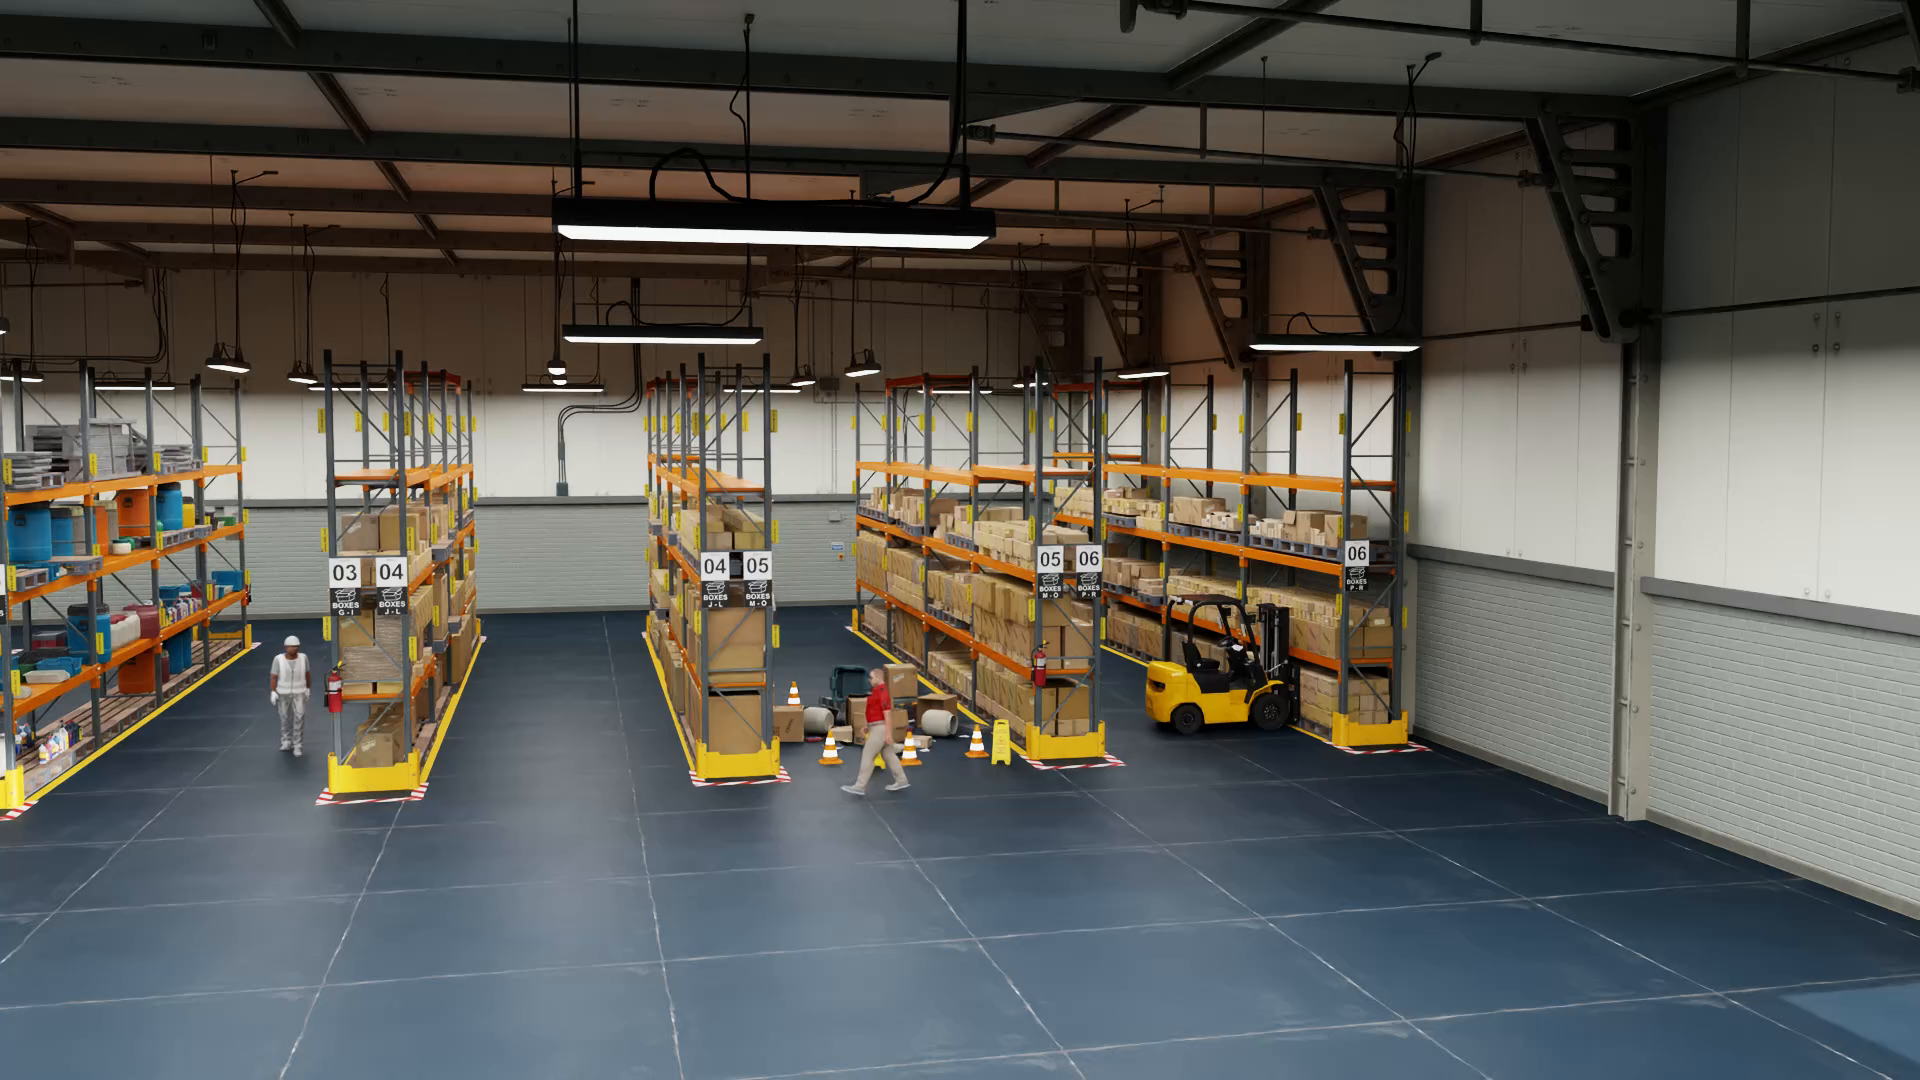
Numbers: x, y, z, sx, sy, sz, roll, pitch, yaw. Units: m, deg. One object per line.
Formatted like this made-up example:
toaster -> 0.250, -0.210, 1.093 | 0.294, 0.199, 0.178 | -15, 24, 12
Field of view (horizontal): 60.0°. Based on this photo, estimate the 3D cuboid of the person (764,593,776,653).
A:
person -> -4.246, 1.703, 36.269 | 0.491, 1.590, 0.500 | -1, 4, -9

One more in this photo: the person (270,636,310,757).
person -> -10.180, 2.361, 25.290 | 0.577, 1.805, 0.675 | -2, 4, -24

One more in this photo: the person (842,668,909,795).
person -> -1.149, 2.583, 22.553 | 0.908, 1.694, 0.550 | 0, 4, -2
